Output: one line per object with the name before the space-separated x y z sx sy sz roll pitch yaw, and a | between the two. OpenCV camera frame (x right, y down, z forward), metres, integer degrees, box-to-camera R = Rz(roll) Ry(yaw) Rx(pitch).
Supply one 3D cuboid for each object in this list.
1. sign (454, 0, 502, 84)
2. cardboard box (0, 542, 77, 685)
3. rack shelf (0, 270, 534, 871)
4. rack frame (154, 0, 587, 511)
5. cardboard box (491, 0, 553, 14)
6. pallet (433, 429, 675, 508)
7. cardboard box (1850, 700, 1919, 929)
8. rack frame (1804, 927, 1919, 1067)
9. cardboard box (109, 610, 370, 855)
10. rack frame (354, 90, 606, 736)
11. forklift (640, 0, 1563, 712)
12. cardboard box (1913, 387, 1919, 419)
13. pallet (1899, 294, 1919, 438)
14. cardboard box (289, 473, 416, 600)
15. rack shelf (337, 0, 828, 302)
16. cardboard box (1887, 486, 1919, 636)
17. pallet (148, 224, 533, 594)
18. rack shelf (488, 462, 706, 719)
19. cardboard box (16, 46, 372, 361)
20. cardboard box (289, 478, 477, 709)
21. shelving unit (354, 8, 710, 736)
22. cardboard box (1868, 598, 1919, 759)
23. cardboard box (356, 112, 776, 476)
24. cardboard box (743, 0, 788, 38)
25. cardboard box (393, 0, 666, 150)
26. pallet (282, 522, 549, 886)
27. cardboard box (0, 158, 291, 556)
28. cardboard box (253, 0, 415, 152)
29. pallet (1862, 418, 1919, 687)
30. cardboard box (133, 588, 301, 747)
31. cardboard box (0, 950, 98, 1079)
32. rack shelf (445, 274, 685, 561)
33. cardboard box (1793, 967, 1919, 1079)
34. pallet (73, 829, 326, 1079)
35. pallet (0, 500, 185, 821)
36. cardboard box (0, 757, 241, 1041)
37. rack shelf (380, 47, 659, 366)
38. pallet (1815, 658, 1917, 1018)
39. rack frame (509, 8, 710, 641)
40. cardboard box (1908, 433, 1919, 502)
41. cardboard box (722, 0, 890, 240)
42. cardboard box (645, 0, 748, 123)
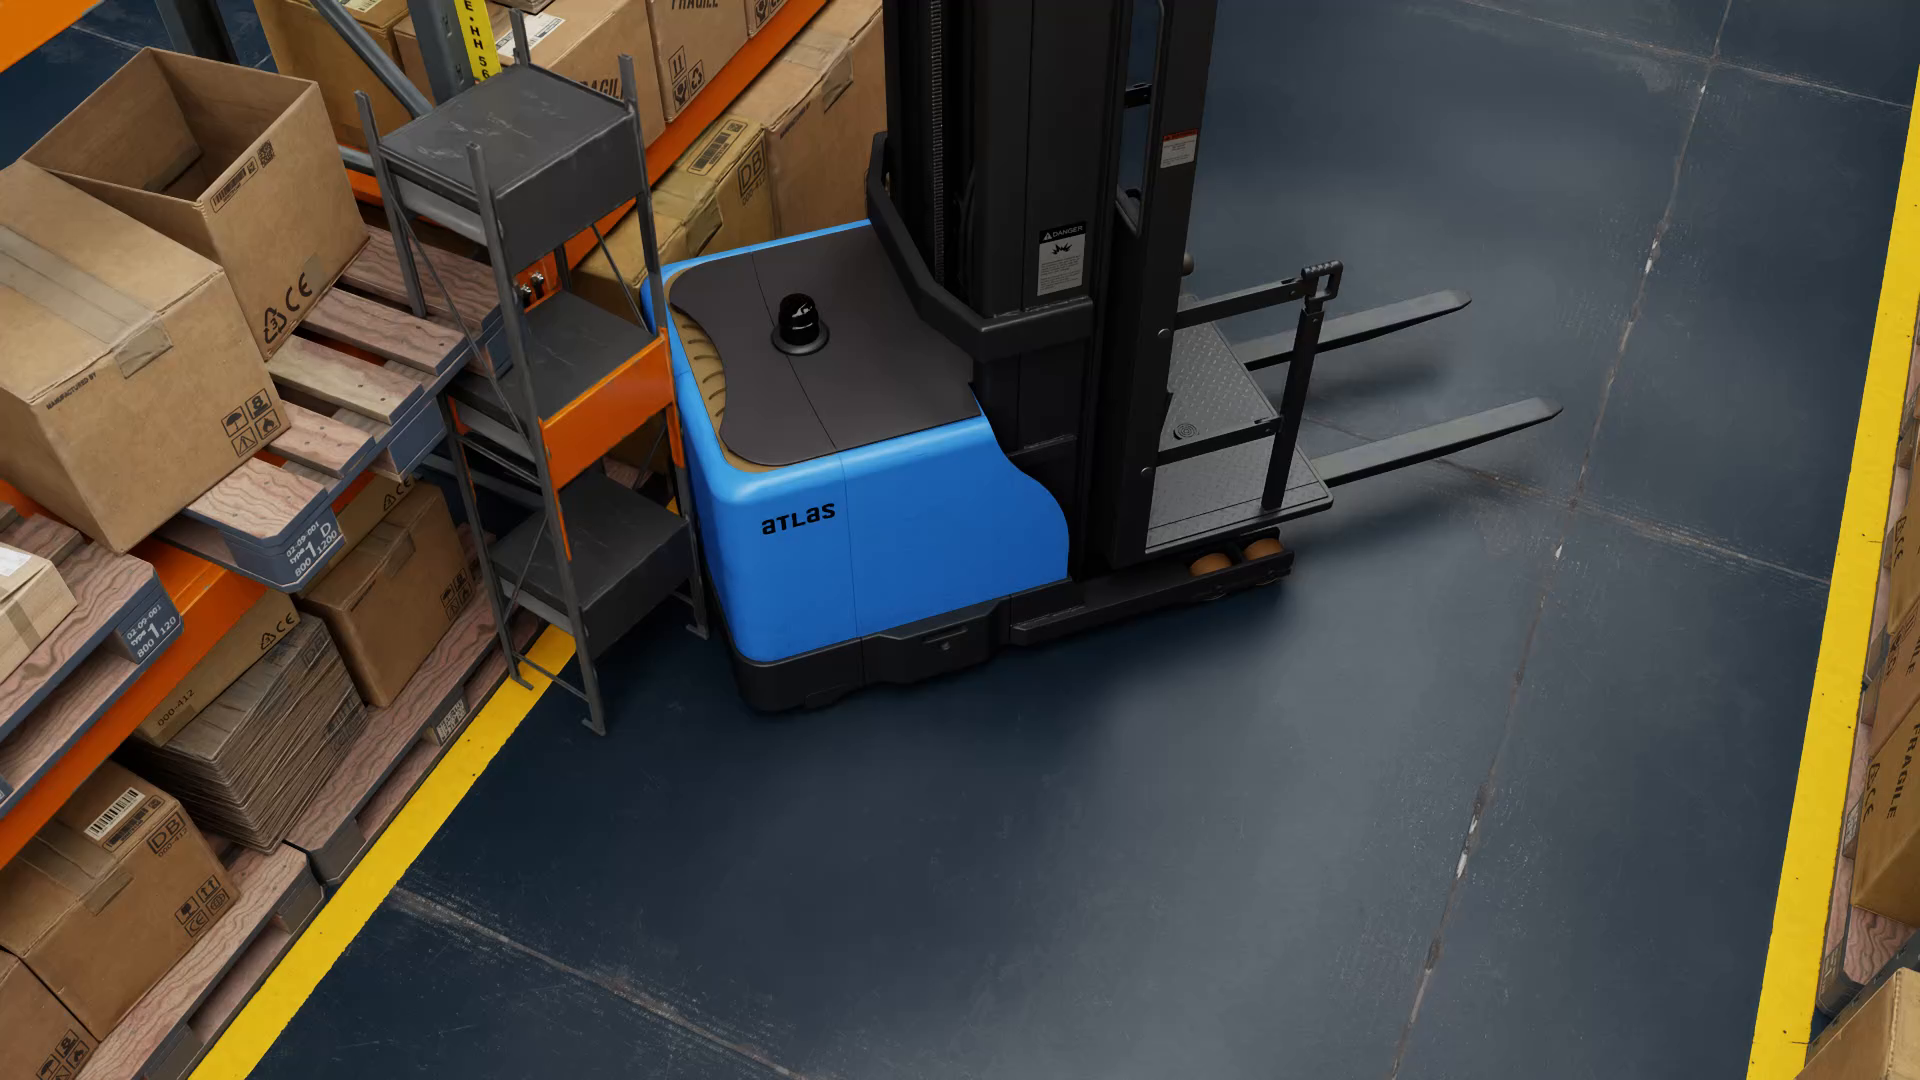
sign | -1.195 -1.239 4.126 0.100 0.325 0.005 20 52 16
cardboard box | -2.158 0.085 3.521 0.396 0.266 0.258 18 52 15
rack shelf | -2.544 0.551 3.784 1.077 0.370 4.000 20 52 16
rack frame | -1.690 -1.059 4.682 1.000 3.000 0.127 20 52 16
cardboard box | -1.363 -1.915 4.685 0.797 0.503 0.637 21 53 17
pallet | -1.285 -0.674 6.185 1.003 0.211 1.213 20 52 16
cardboard box | 2.796 0.760 4.499 0.500 0.500 0.500 20 52 16
rack frame | 2.751 0.624 3.249 1.000 3.000 0.127 20 52 16
cardboard box | -2.184 0.462 4.739 0.700 0.500 0.500 16 51 13
rack frame | -1.249 -0.214 4.502 0.400 2.100 0.015 27 51 23
forklift | 0.588 -1.112 4.772 3.031 2.935 1.130 -15 51 -13
cardboard box | 3.680 -0.669 5.715 0.500 0.500 0.500 22 53 18
pallet | 4.129 -0.690 6.198 1.003 0.211 1.213 20 52 16
cardboard box | -1.949 -0.163 4.780 0.500 0.250 0.500 22 53 18
rack shelf | -0.836 -2.203 6.127 1.077 0.370 4.000 20 52 16
cardboard box | 3.233 0.034 5.117 0.500 0.500 0.500 18 52 14
pallet | -1.898 -0.471 4.308 1.213 0.211 1.003 20 52 16
rack shelf | -1.123 0.146 5.153 0.431 0.518 0.480 27 51 23
cardboard box | -1.885 -0.843 4.156 0.500 0.500 0.500 14 51 12
cardboard box | -1.958 0.076 5.068 0.700 0.500 0.500 17 52 14
shelving unit | -1.109 -0.355 4.644 0.431 2.100 0.503 27 51 23
cardboard box | 3.021 0.404 4.802 0.500 0.500 0.500 22 53 18
cardboard box | -1.376 -0.975 5.729 1.225 0.875 0.875 18 52 14
cardboard box | -0.802 -2.047 5.457 0.500 0.500 0.500 19 52 15
cardboard box | -1.236 -1.338 4.853 0.500 0.500 0.500 21 53 17
pallet | -2.025 0.382 5.286 1.003 0.211 1.213 20 52 16
cardboard box | -2.033 -0.426 3.801 0.700 0.500 0.500 27 55 21
cardboard box | -1.703 -1.512 5.001 0.500 0.500 0.500 21 53 17
pallet | 3.609 0.153 5.481 1.003 0.211 1.213 20 52 16
cardboard box | -2.167 0.205 4.466 0.500 0.250 0.500 25 54 20
cardboard box | -2.658 1.239 4.078 0.700 0.500 0.500 16 51 13
rack shelf | -1.110 -0.345 4.654 0.431 0.518 0.480 27 51 23
cardboard box | 2.410 1.607 3.614 1.050 0.750 0.750 19 52 16
pallet | -2.548 1.219 4.574 1.003 0.211 1.213 20 52 16
pallet | -2.499 0.380 3.583 1.003 0.211 1.213 20 52 16
cardboard box | -2.420 0.855 4.405 0.700 0.500 0.500 24 54 19
rack shelf | -1.096 -0.836 4.156 0.431 0.518 0.480 27 51 23
pallet | 3.087 0.990 4.769 1.003 0.211 1.213 20 52 16
rack frame | -0.970 -0.495 4.787 0.400 2.100 0.015 27 51 23
cardboard box | 3.469 -0.304 5.404 0.500 0.500 0.500 21 53 17
cardboard box | -0.989 -1.586 6.250 1.225 0.875 0.875 20 52 16
cardboard box | -1.018 -1.693 5.156 0.500 0.500 0.500 19 52 15
